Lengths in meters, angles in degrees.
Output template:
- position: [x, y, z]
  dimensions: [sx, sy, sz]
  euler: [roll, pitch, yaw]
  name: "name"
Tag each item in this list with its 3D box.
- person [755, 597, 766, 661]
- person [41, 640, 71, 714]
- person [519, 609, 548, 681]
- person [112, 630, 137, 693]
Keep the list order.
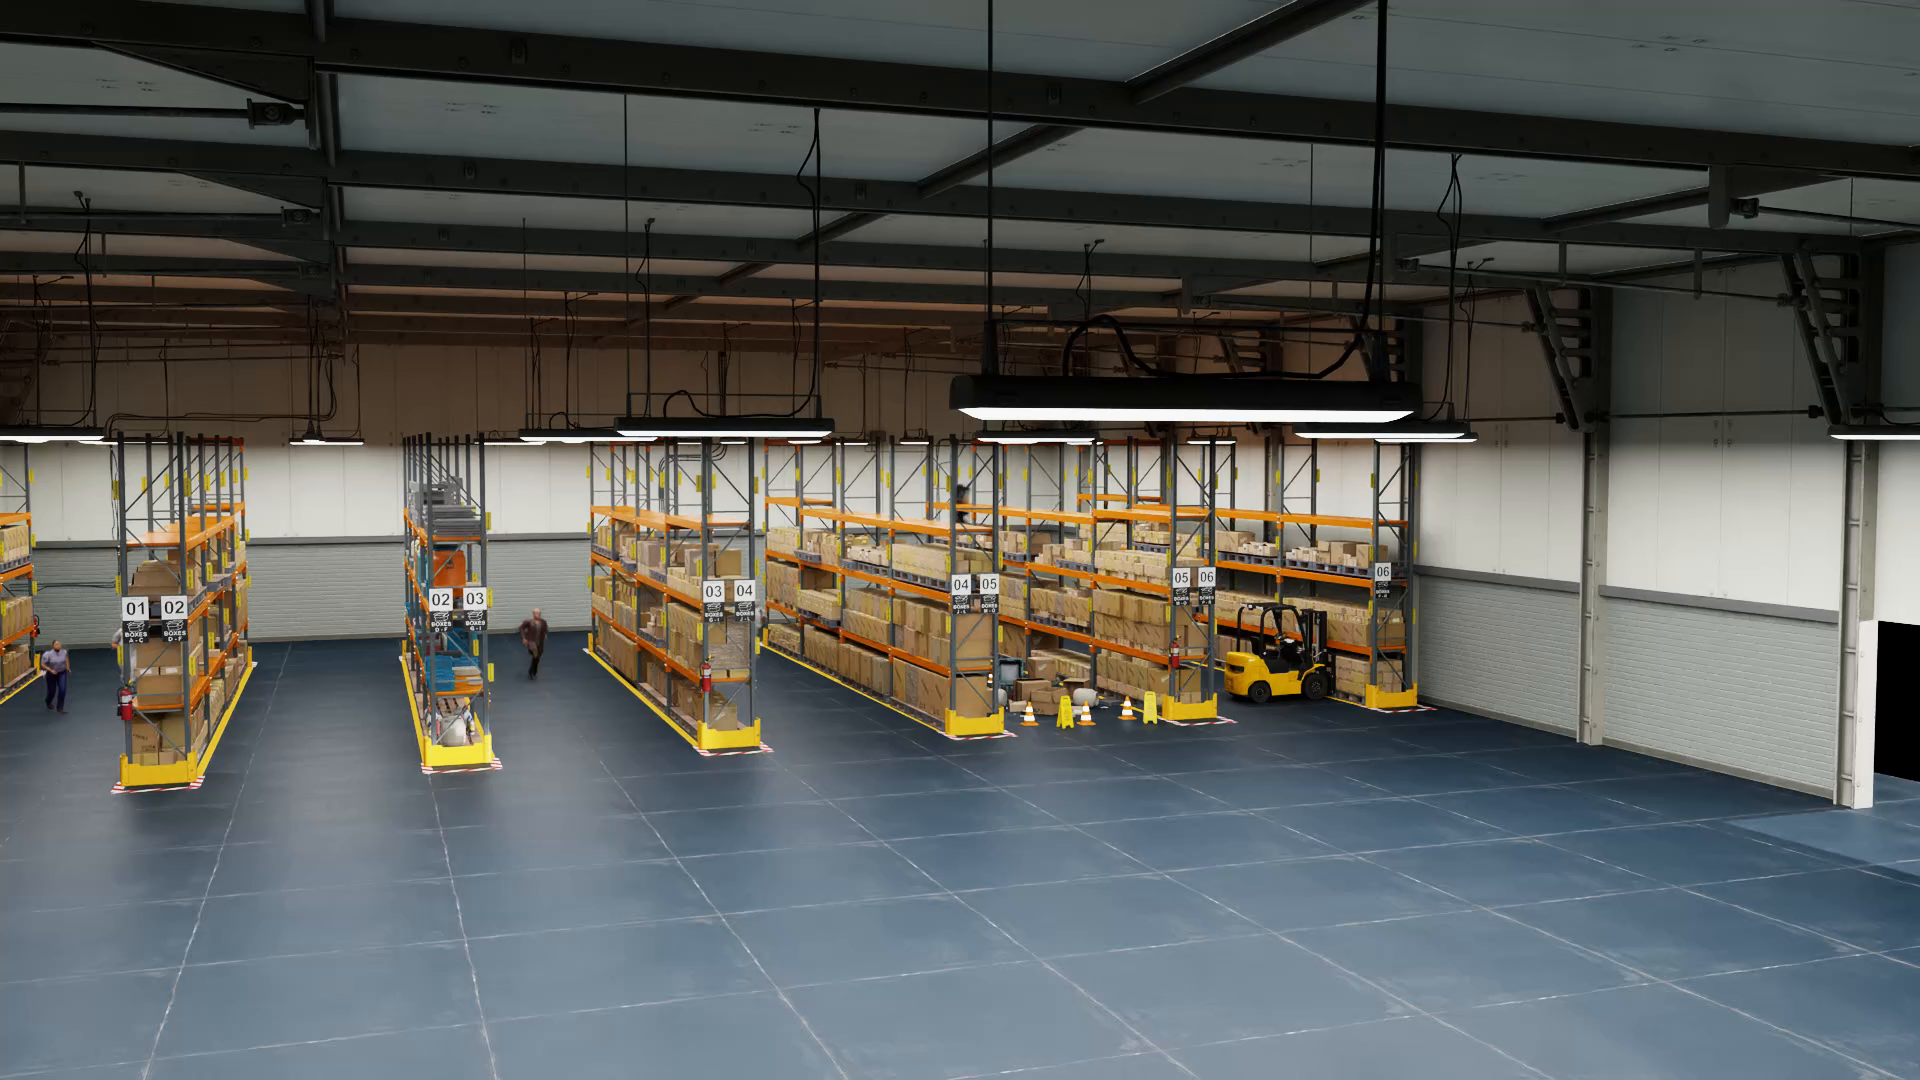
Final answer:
- position: [-5.567, 2.393, 44.975]
  dimensions: [0.619, 1.739, 0.857]
  euler: [-2, 4, -27]
  name: "person"
- position: [-19.566, 2.942, 35.951]
  dimensions: [0.600, 1.592, 0.780]
  euler: [-3, 4, -42]
  name: "person"
- position: [-10.487, 2.586, 41.025]
  dimensions: [0.652, 1.792, 0.889]
  euler: [-3, 4, -38]
  name: "person"
- position: [-19.528, 2.697, 38.986]
  dimensions: [0.663, 1.743, 0.851]
  euler: [-2, 4, -33]
  name: "person"
